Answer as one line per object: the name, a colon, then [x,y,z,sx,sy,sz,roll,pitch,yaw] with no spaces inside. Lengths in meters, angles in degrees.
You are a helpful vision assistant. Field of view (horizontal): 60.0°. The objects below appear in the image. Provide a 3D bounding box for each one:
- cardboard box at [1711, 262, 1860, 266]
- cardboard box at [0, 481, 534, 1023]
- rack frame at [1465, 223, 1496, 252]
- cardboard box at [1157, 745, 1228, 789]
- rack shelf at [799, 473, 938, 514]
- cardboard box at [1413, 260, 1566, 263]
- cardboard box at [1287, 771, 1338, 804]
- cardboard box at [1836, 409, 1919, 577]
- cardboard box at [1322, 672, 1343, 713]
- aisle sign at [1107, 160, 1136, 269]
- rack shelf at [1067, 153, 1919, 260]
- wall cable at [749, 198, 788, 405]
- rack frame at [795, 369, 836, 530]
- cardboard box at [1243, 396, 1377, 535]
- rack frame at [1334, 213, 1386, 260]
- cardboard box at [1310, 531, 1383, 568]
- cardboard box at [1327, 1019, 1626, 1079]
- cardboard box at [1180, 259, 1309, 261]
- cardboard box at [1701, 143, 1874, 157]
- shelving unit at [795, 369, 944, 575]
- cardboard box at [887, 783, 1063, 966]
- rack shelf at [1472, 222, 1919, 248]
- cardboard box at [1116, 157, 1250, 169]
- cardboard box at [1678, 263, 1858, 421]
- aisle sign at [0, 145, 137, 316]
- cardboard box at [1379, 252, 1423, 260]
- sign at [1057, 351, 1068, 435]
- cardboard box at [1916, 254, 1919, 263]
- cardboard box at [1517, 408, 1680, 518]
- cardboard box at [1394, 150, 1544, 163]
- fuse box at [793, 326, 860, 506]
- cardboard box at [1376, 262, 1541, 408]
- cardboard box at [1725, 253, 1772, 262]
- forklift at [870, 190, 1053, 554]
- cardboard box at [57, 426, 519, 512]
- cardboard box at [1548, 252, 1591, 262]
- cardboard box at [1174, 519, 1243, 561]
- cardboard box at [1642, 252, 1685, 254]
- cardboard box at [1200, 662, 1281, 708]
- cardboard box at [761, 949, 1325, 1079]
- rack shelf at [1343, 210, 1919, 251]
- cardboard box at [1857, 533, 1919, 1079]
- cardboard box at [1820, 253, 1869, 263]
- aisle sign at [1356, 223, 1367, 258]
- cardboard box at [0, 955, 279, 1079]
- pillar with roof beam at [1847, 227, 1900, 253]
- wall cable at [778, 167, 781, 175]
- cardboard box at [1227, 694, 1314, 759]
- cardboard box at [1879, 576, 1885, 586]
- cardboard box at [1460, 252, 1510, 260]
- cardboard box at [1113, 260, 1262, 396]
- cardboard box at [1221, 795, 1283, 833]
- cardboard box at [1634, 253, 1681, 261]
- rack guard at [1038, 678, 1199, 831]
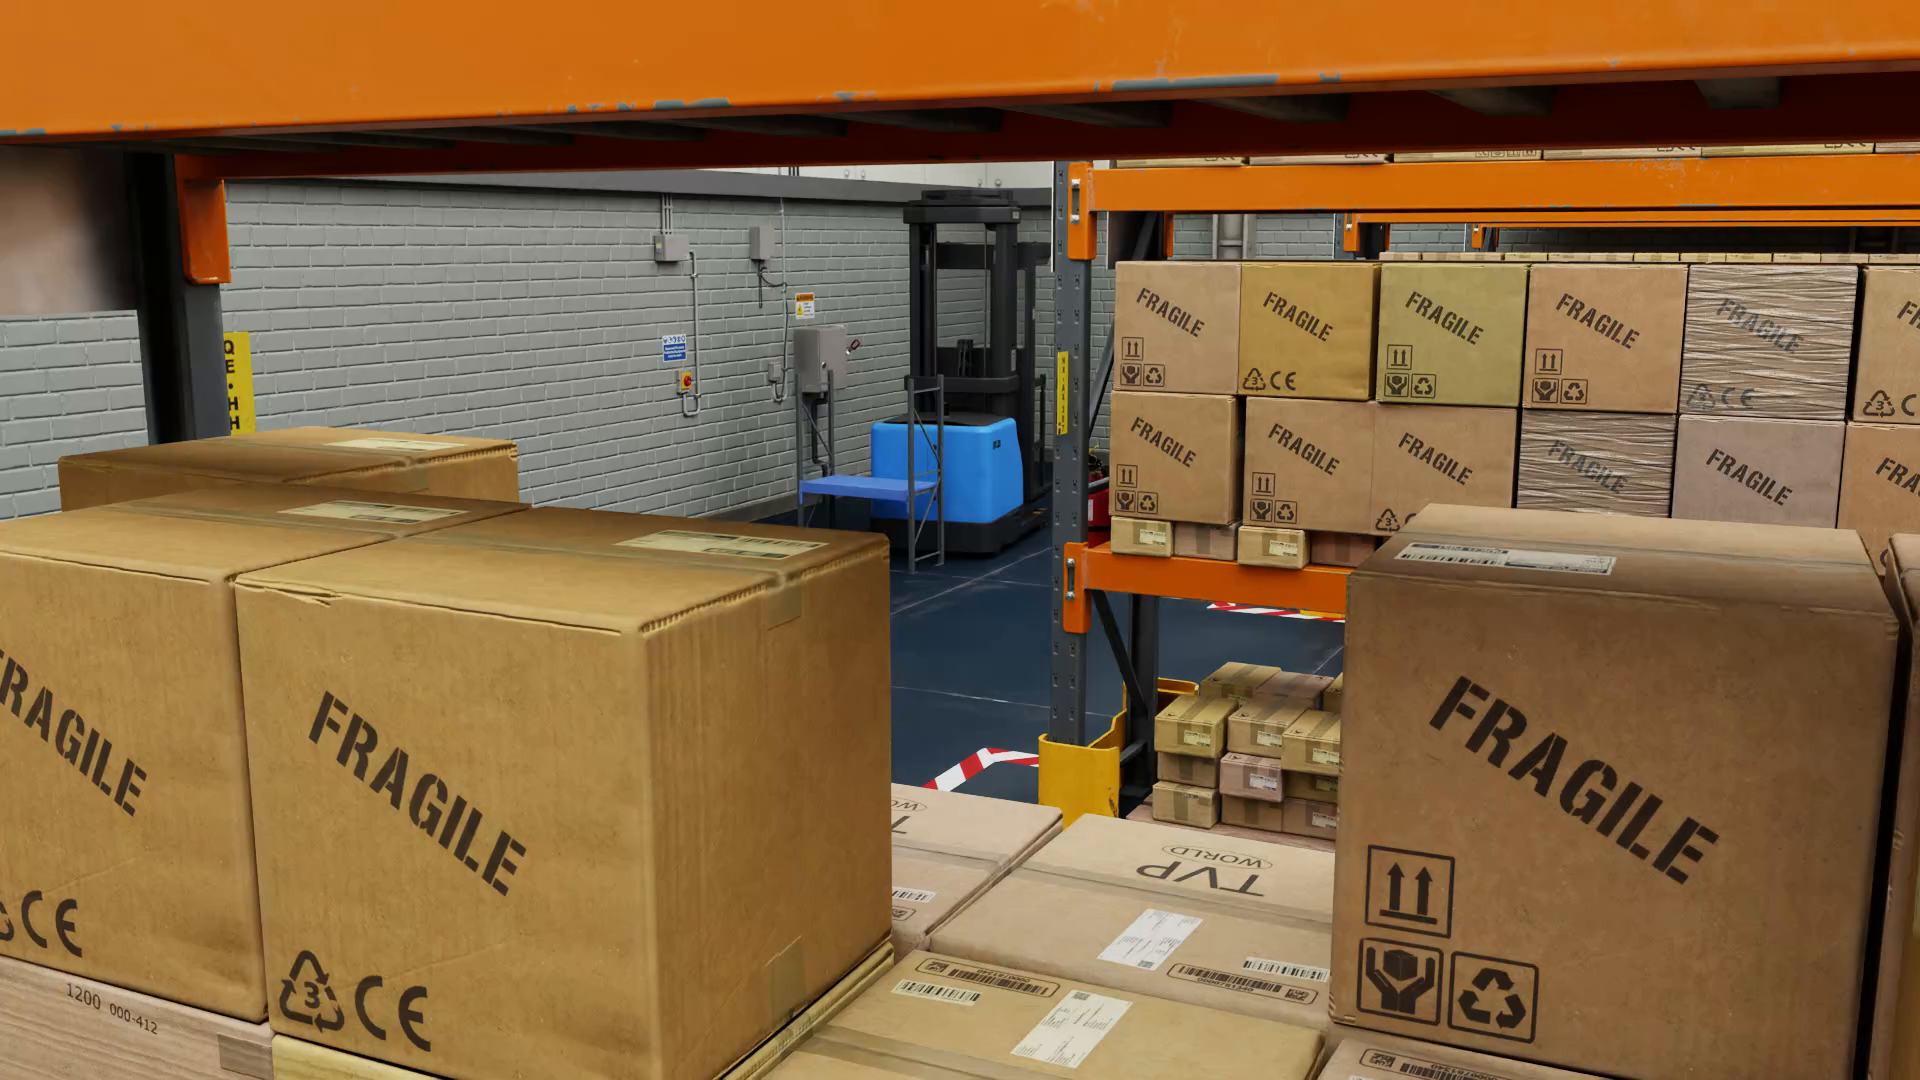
cardboard box: [3.029,-0.773,6.155,0.500,0.500,0.500,5,12,27]
cardboard box: [-0.878,0.220,2.073,0.500,0.500,0.500,5,11,24]
rack frame: [4.941,-1.835,15.945,0.127,3.000,1.000,5,11,26]
cardboard box: [1.005,0.889,6.886,0.250,0.149,0.380,6,12,28]
rack shelf: [-0.706,-0.375,13.099,1.000,0.185,0.538,6,12,28]
cardboard box: [2.093,-0.855,6.607,0.500,0.500,0.500,6,12,29]
cardboard box: [1.484,0.925,6.688,0.250,0.149,0.380,5,11,27]
cardboard box: [3.212,-0.158,5.562,0.500,0.500,0.500,5,11,24]
cardboard box: [1.724,0.691,7.147,0.250,0.149,0.380,5,11,25]
aisle sign: [0.716,-1.576,7.216,0.004,0.787,0.394,5,11,26]
rack shelf: [2.442,-1.207,6.077,4.000,0.370,1.077,5,11,26]
wall cable: [-1.702,-2.210,15.163,0.122,1.984,0.588,5,11,26]
rack frame: [-1.152,-0.596,13.307,0.032,1.500,0.500,6,12,28]
cardboard box: [1.420,-0.321,6.465,0.500,0.500,0.500,5,11,26]
rack frame: [2.748,-1.042,11.563,0.127,3.000,1.000,5,11,26]
cardboard box: [1.551,0.000,6.512,0.250,0.149,0.380,6,12,28]
cardboard box: [0.734,0.625,1.940,0.500,0.250,0.500,5,12,27]
cardboard box: [1.169,-0.934,7.046,0.500,0.500,0.500,5,11,25]
cardboard box: [2.778,-1.407,5.579,0.500,0.250,0.500,5,11,25]
shelving unit: [-0.706,-0.552,13.067,1.048,1.500,0.538,6,12,28]
cardboard box: [-0.174,0.544,2.385,0.500,0.250,0.500,5,11,24]
rack shelf: [6.734,-2.799,14.871,4.000,0.370,1.077,5,11,26]
cardboard box: [0.938,-1.569,6.476,0.500,0.250,0.500,5,12,28]
cardboard box: [2.776,-0.692,5.706,0.500,0.500,0.500,5,12,27]
aisle sign: [-1.569,-0.792,2.882,0.004,0.787,0.394,5,11,26]
cardboard box: [2.944,-1.830,11.008,0.250,0.149,0.380,5,12,27]
sign: [0.408,-0.582,6.595,0.005,0.325,0.100,5,11,26]
cardboard box: [5.730,-1.598,9.729,0.250,0.149,0.380,5,12,27]
cardboard box: [2.313,-0.241,6.024,0.500,0.500,0.500,5,11,24]
cardboard box: [1.876,-1.488,6.030,0.500,0.250,0.500,5,11,24]
fuse box: [-1.259,-1.172,15.902,0.414,1.711,0.539,5,11,26]
cardboard box: [1.845,-0.770,6.136,0.500,0.500,0.500,5,11,25]
cardboard box: [4.800,-1.671,10.131,0.250,0.149,0.380,5,11,25]
forklift: [0.182,-1.548,14.555,1.130,2.935,3.031,3,11,17]
cardboard box: [-1.084,0.096,2.758,0.500,0.500,0.500,5,11,27]
cardboard box: [3.896,-1.752,10.576,0.250,0.149,0.380,5,11,26]
cardboard box: [1.040,-0.028,6.668,0.250,0.149,0.380,5,12,28]
cardboard box: [4.554,-1.790,10.789,0.250,0.149,0.380,5,12,28]
cardboard box: [1.235,0.662,7.307,0.250,0.149,0.380,5,11,26]
cardboard box: [0.062,0.670,1.692,0.500,0.250,0.500,5,11,25]
rack shelf: [4.542,-2.006,10.489,4.000,0.370,1.077,5,11,26]
cardboard box: [1.196,0.296,1.652,0.500,0.500,0.500,5,11,26]
cardboard box: [5.275,-1.637,9.941,0.250,0.149,0.380,5,11,25]
aisle sign: [2.821,-2.376,11.636,0.004,0.787,0.394,5,11,26]
cardboard box: [-0.857,0.589,2.137,0.500,0.250,0.500,5,11,25]
pillar with roof beam: [6.398,-3.983,10.968,0.400,9.000,9.100,5,11,26]
wall cable: [-2.143,-4.517,13.919,0.029,3.000,2.355,5,11,26]
cardboard box: [1.268,0.758,6.772,0.250,0.149,0.380,5,12,27]
cardboard box: [3.182,0.146,5.707,0.250,0.149,0.380,5,11,24]
cardboard box: [3.393,-1.782,10.742,0.250,0.149,0.380,5,12,28]
cardboard box: [0.933,-0.853,6.596,0.500,0.500,0.500,5,11,25]
cardboard box: [1.248,1.053,6.815,0.250,0.149,0.380,5,11,26]
cardboard box: [4.316,-1.701,10.296,0.250,0.149,0.380,5,11,24]
rack guard: [0.716,0.993,7.340,0.348,0.500,1.175,5,11,26]
